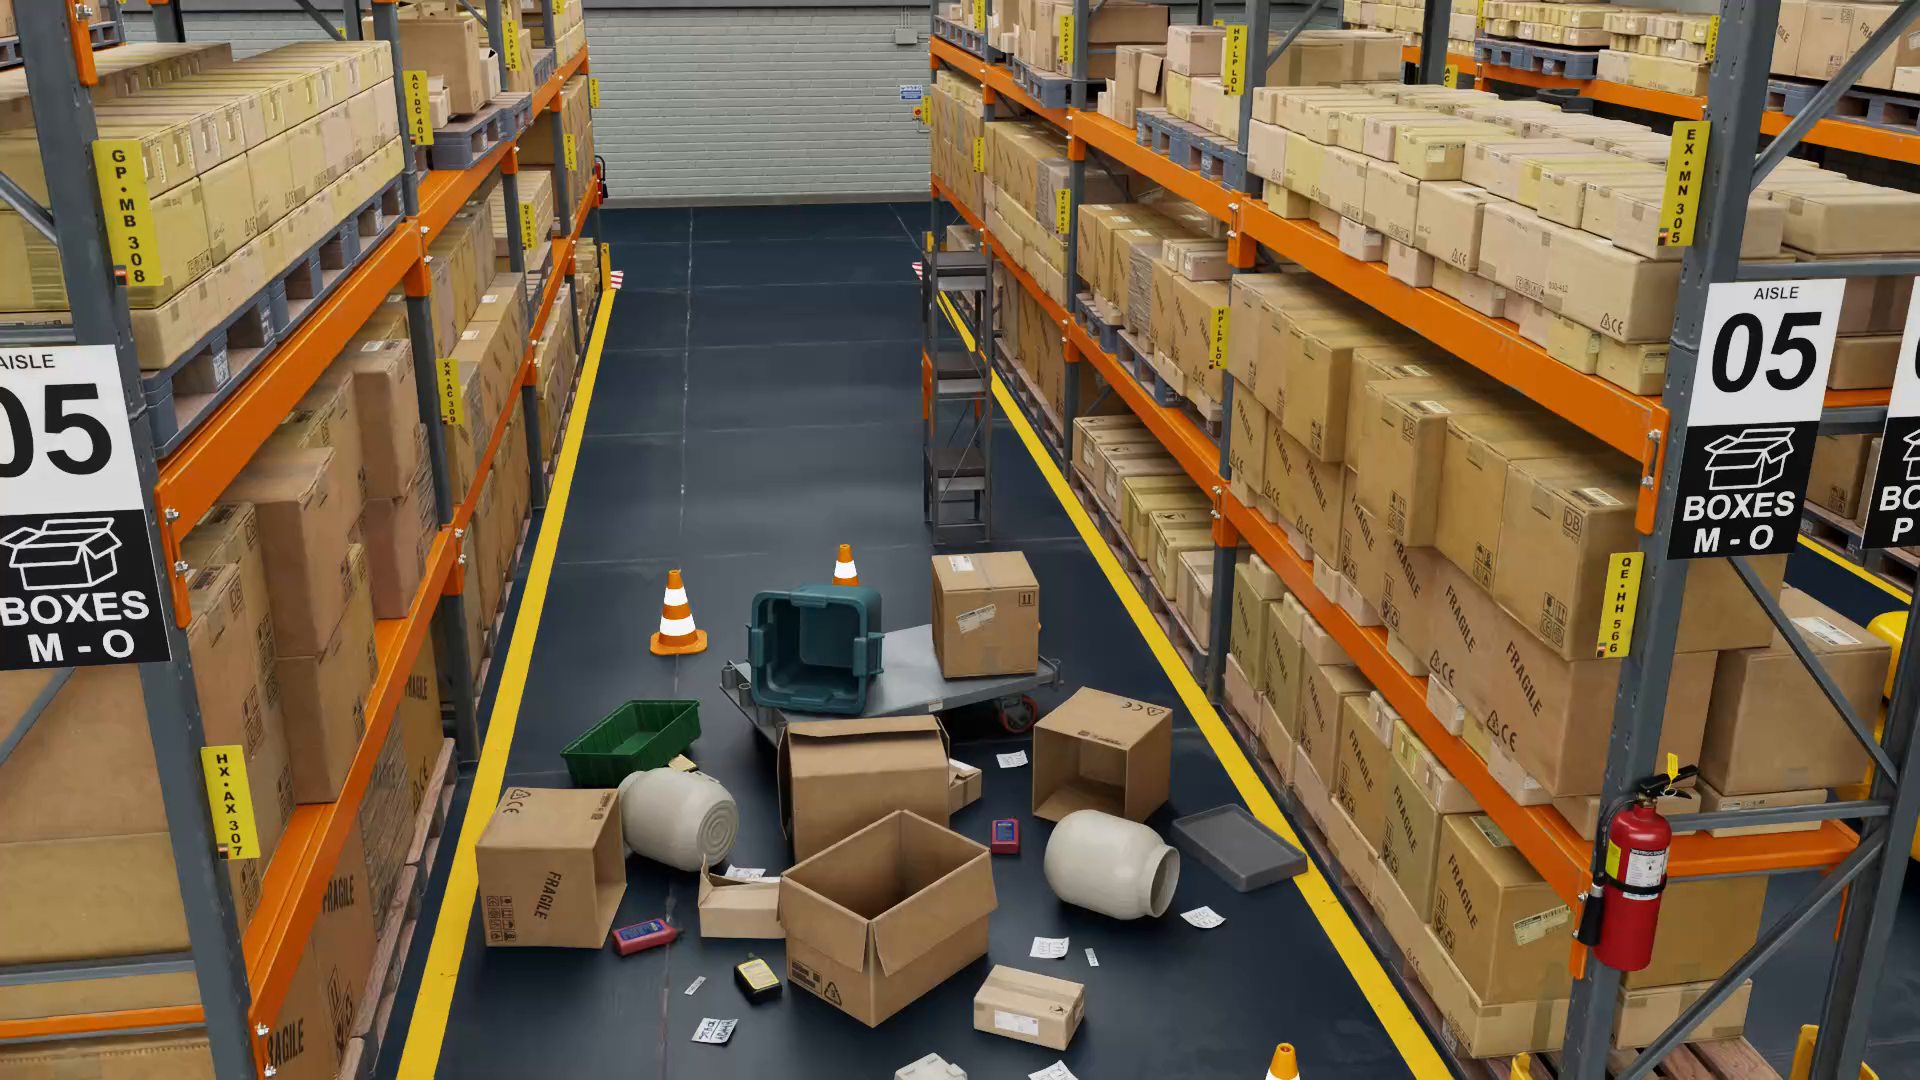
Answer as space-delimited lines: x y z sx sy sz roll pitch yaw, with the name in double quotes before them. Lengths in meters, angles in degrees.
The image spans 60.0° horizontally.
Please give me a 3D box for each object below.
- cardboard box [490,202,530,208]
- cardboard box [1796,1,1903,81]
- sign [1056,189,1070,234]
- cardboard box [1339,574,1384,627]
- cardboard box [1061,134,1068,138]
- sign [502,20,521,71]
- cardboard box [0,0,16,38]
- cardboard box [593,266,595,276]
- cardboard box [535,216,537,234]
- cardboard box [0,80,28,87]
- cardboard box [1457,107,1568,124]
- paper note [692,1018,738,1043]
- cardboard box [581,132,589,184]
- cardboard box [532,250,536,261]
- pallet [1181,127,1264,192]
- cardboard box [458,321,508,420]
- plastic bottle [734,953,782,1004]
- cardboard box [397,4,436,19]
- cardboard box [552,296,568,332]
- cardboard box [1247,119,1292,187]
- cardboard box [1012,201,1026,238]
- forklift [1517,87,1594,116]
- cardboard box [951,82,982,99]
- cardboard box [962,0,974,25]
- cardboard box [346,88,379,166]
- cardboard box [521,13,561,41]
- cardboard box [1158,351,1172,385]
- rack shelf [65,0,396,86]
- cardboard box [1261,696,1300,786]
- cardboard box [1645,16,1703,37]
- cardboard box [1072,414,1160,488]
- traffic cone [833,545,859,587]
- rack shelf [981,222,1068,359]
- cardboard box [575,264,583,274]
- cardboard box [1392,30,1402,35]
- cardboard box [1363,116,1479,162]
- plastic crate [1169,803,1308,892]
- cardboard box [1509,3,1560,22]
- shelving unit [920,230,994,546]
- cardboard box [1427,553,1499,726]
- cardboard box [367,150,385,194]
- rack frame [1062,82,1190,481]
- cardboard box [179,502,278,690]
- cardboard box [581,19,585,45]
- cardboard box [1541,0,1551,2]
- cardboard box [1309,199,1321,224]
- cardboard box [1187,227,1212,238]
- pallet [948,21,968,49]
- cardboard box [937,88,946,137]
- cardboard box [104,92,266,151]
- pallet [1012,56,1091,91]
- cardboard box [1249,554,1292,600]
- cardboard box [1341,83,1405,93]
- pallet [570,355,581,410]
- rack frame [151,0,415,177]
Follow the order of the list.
"cardboard box" -3.641 -2.608 13.321 0.380 0.149 0.250 -2 21 -6
"cardboard box" 6.255 -3.425 11.425 0.700 0.500 0.500 -3 21 -9
"sign" 0.760 -2.424 12.263 0.100 0.325 0.005 -3 21 -8
"cardboard box" 1.852 0.247 7.127 0.380 0.149 0.250 -3 21 -8
"cardboard box" 1.180 -3.313 14.728 0.500 0.500 0.500 -2 21 -6
"sign" -3.025 -3.335 11.220 0.100 0.325 0.005 -3 21 -8
"cardboard box" -9.320 -4.945 15.497 0.700 0.500 0.500 -2 21 -5
"cardboard box" -4.293 -3.048 18.639 0.380 0.149 0.250 -4 21 -10
"cardboard box" -3.676 -2.561 13.618 0.380 0.149 0.250 -2 21 -6
"cardboard box" -3.026 -1.388 5.334 0.380 0.149 0.250 -3 21 -7
"cardboard box" 2.312 -1.728 6.987 0.380 0.149 0.250 -3 21 -9
"paper note" -0.962 1.922 6.529 0.144 0.017 0.142 4 21 11
"cardboard box" -4.257 -4.085 17.799 0.500 0.500 0.500 -3 21 -8
"cardboard box" -3.633 -2.329 13.423 0.380 0.149 0.250 -3 21 -7
"pallet" 1.902 -2.062 8.930 1.213 0.211 1.003 -3 21 -8
"cardboard box" -3.024 -1.007 9.982 0.500 0.500 0.500 -3 21 -7
"plastic bottle" -0.844 1.792 6.831 0.133 0.061 0.283 -11 23 -26
"cardboard box" -3.979 -3.740 11.919 0.396 0.266 0.258 -3 21 -8
"cardboard box" -3.733 -1.964 14.588 0.500 0.250 0.500 -2 21 -5
"cardboard box" 1.678 -1.833 7.840 0.500 0.250 0.500 -3 21 -9
"cardboard box" 0.741 -2.762 14.325 0.500 0.250 0.500 -4 21 -9
"forklift" 4.809 -1.807 12.365 3.031 2.935 1.130 4 21 11
"cardboard box" 0.114 -4.823 17.844 0.380 0.149 0.250 -3 21 -9
"cardboard box" 0.297 -5.670 17.437 0.500 0.500 0.500 -3 21 -7
"cardboard box" -2.601 -1.626 6.541 0.500 0.250 0.500 -3 21 -8
"cardboard box" -3.984 -4.758 15.382 0.500 0.250 0.500 -2 21 -6
"cardboard box" 1.404 -1.036 9.962 0.380 0.149 0.250 -3 21 -7
"rack shelf" -2.710 -1.834 5.366 1.077 0.370 4.000 -3 21 -8
"cardboard box" 1.791 0.968 8.166 0.500 0.250 0.500 -2 21 -5
"cardboard box" 5.861 -4.203 13.615 0.380 0.149 0.250 -3 21 -9
"cardboard box" 1.380 -0.680 12.405 0.950 0.372 0.625 -4 21 -11
"traffic cone" -0.710 0.254 10.374 0.336 0.463 0.334 -3 21 -8
"rack shelf" 1.020 -2.266 14.523 1.077 0.370 4.000 -3 21 -8
"cardboard box" -4.196 -2.823 17.610 0.380 0.149 0.250 -3 21 -7
"cardboard box" 5.007 -5.561 18.391 0.380 0.149 0.250 -3 21 -8
"cardboard box" 1.849 -1.613 6.679 0.380 0.149 0.250 -3 21 -9
"plastic crate" 1.300 1.427 7.780 0.402 0.080 0.583 -11 23 -26
"cardboard box" 5.356 -4.913 15.487 0.380 0.149 0.250 -3 21 -9
"shelving unit" -0.024 -1.041 11.502 0.431 2.100 0.503 -3 21 -8
"cardboard box" 2.043 0.326 5.989 0.500 0.500 0.500 -3 21 -8
"cardboard box" -2.554 -1.485 6.734 0.380 0.149 0.250 -3 21 -7
"rack frame" 1.308 -1.910 12.544 1.000 3.000 0.127 -3 21 -8
"cardboard box" -2.608 0.252 4.997 0.875 0.550 0.550 -3 21 -8
"cardboard box" -4.401 -5.586 18.313 0.500 0.250 0.500 -3 21 -9
"cardboard box" 5.755 -5.309 15.955 0.396 0.266 0.258 -3 21 -9
"cardboard box" 1.815 -1.519 7.567 0.380 0.149 0.250 -3 21 -8
"cardboard box" 1.808 -1.797 11.071 0.500 0.500 0.500 -4 21 -11
"pallet" 0.452 -5.364 17.631 1.003 0.211 1.213 -3 21 -8
"cardboard box" 0.024 -4.836 18.806 0.500 0.500 0.500 -3 21 -9
"cardboard box" -2.301 -1.244 4.949 0.380 0.149 0.250 -3 21 -9
"pallet" 0.999 -3.834 13.678 1.003 0.211 1.213 -2 21 -5
"cardboard box" 1.662 0.175 8.291 0.380 0.149 0.250 -3 21 -7
"cardboard box" 2.198 -2.280 8.859 0.500 0.250 0.500 -3 21 -9
"pallet" -4.038 -1.435 15.256 1.003 0.211 1.213 -3 21 -8
"rack frame" -2.999 -3.051 7.024 1.000 3.000 0.127 -3 21 -8
